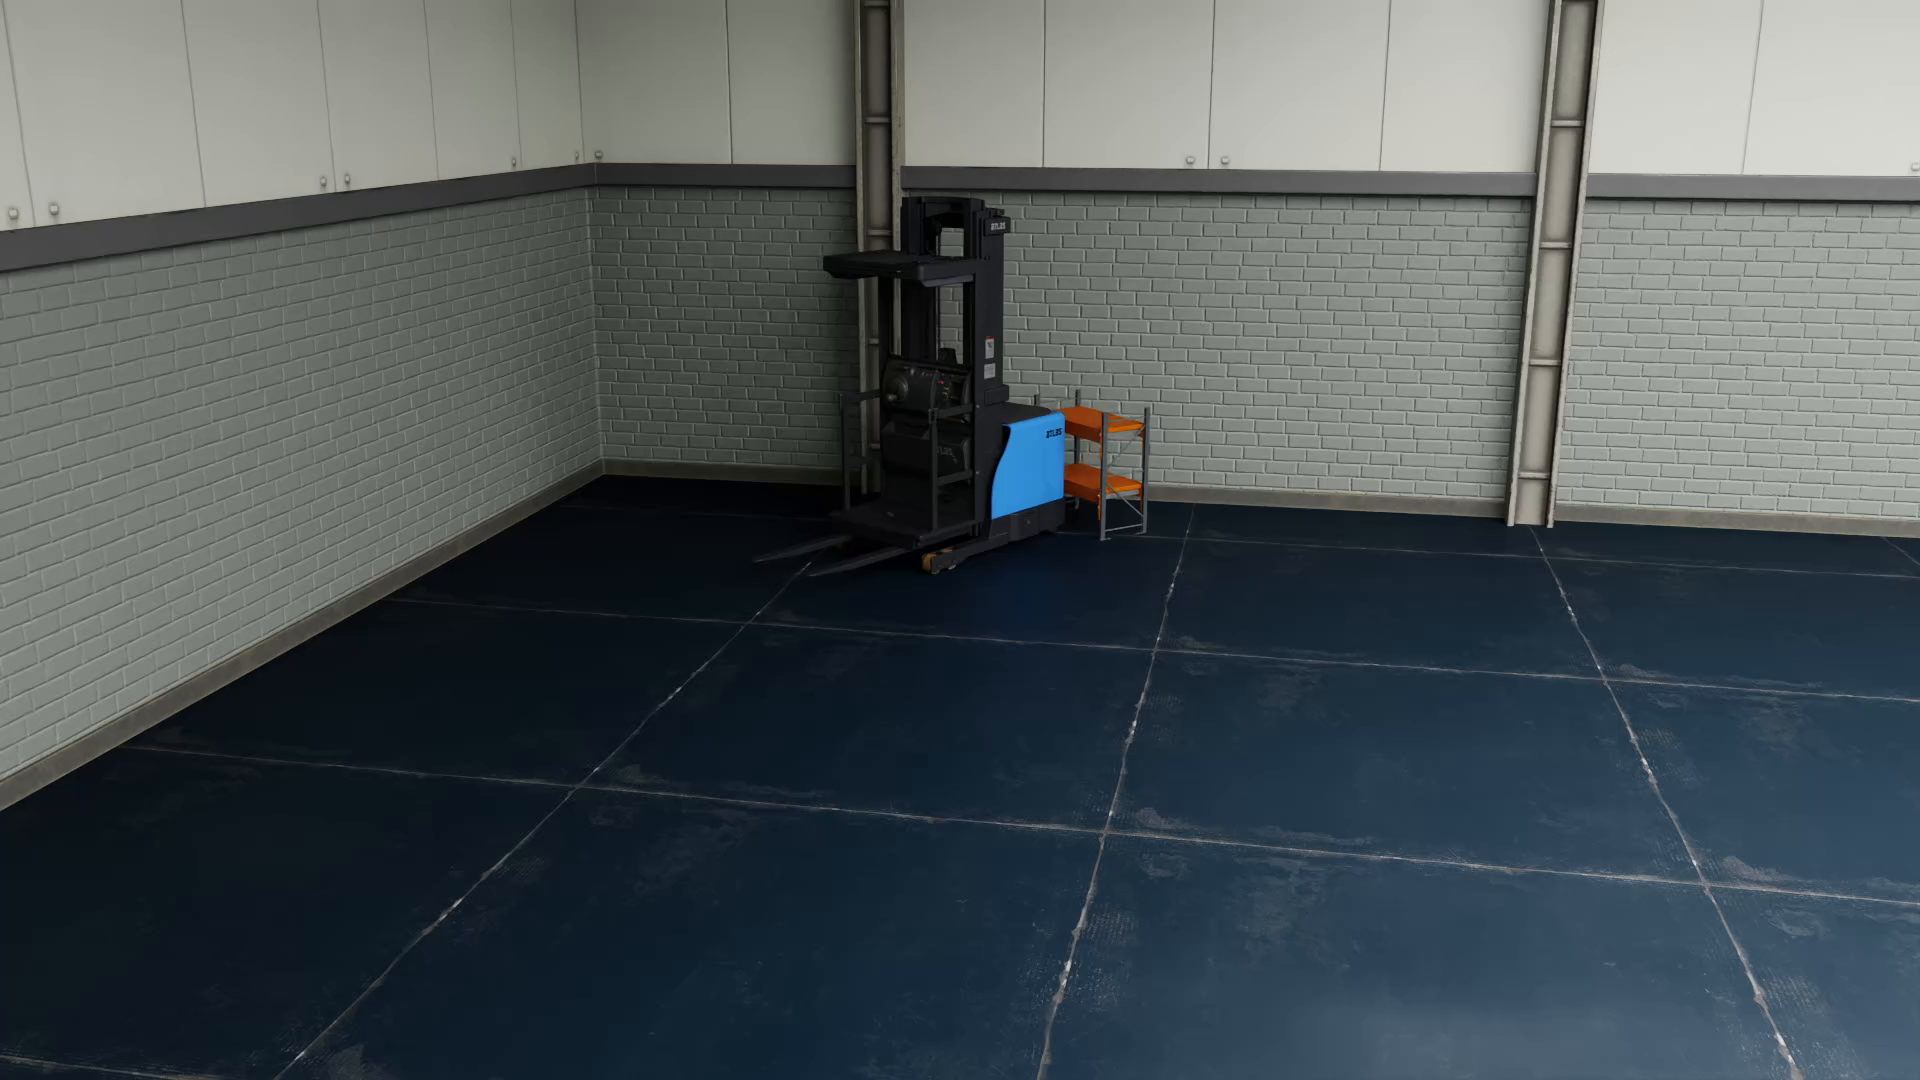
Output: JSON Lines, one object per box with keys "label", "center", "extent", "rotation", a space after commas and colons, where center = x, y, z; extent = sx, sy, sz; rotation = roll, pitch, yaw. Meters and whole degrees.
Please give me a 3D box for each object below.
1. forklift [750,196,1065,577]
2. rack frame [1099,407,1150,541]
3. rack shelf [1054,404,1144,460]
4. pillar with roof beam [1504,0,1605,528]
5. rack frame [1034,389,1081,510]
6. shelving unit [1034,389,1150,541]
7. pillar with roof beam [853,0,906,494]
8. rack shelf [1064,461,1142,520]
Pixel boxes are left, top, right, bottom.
{"label": "forklift", "center": [-0.413, -1.286, 13.642], "extent": [1.130, 2.935, 3.031], "rotation": [13, 20, 39]}
{"label": "rack frame", "center": [1.432, -0.575, 14.462], "extent": [0.500, 1.125, 0.032], "rotation": [-9, 18, -31]}
{"label": "rack shelf", "center": [1.162, -0.973, 14.799], "extent": [0.538, 0.278, 1.000], "rotation": [-9, 18, -31]}
{"label": "pillar with roof beam", "center": [4.289, -3.370, 9.802], "extent": [0.400, 9.000, 9.100], "rotation": [3, 16, 11]}
{"label": "rack frame", "center": [0.892, -0.805, 15.293], "extent": [0.500, 1.125, 0.032], "rotation": [-9, 18, -31]}
{"label": "shelving unit", "center": [1.162, -0.690, 14.878], "extent": [0.538, 1.125, 1.048], "rotation": [-9, 18, -31]}
{"label": "pillar with roof beam", "center": [-1.591, -3.689, 10.954], "extent": [0.400, 9.000, 9.100], "rotation": [3, 16, 11]}
{"label": "rack shelf", "center": [1.162, -0.455, 14.943], "extent": [0.538, 0.278, 1.000], "rotation": [-9, 18, -31]}
